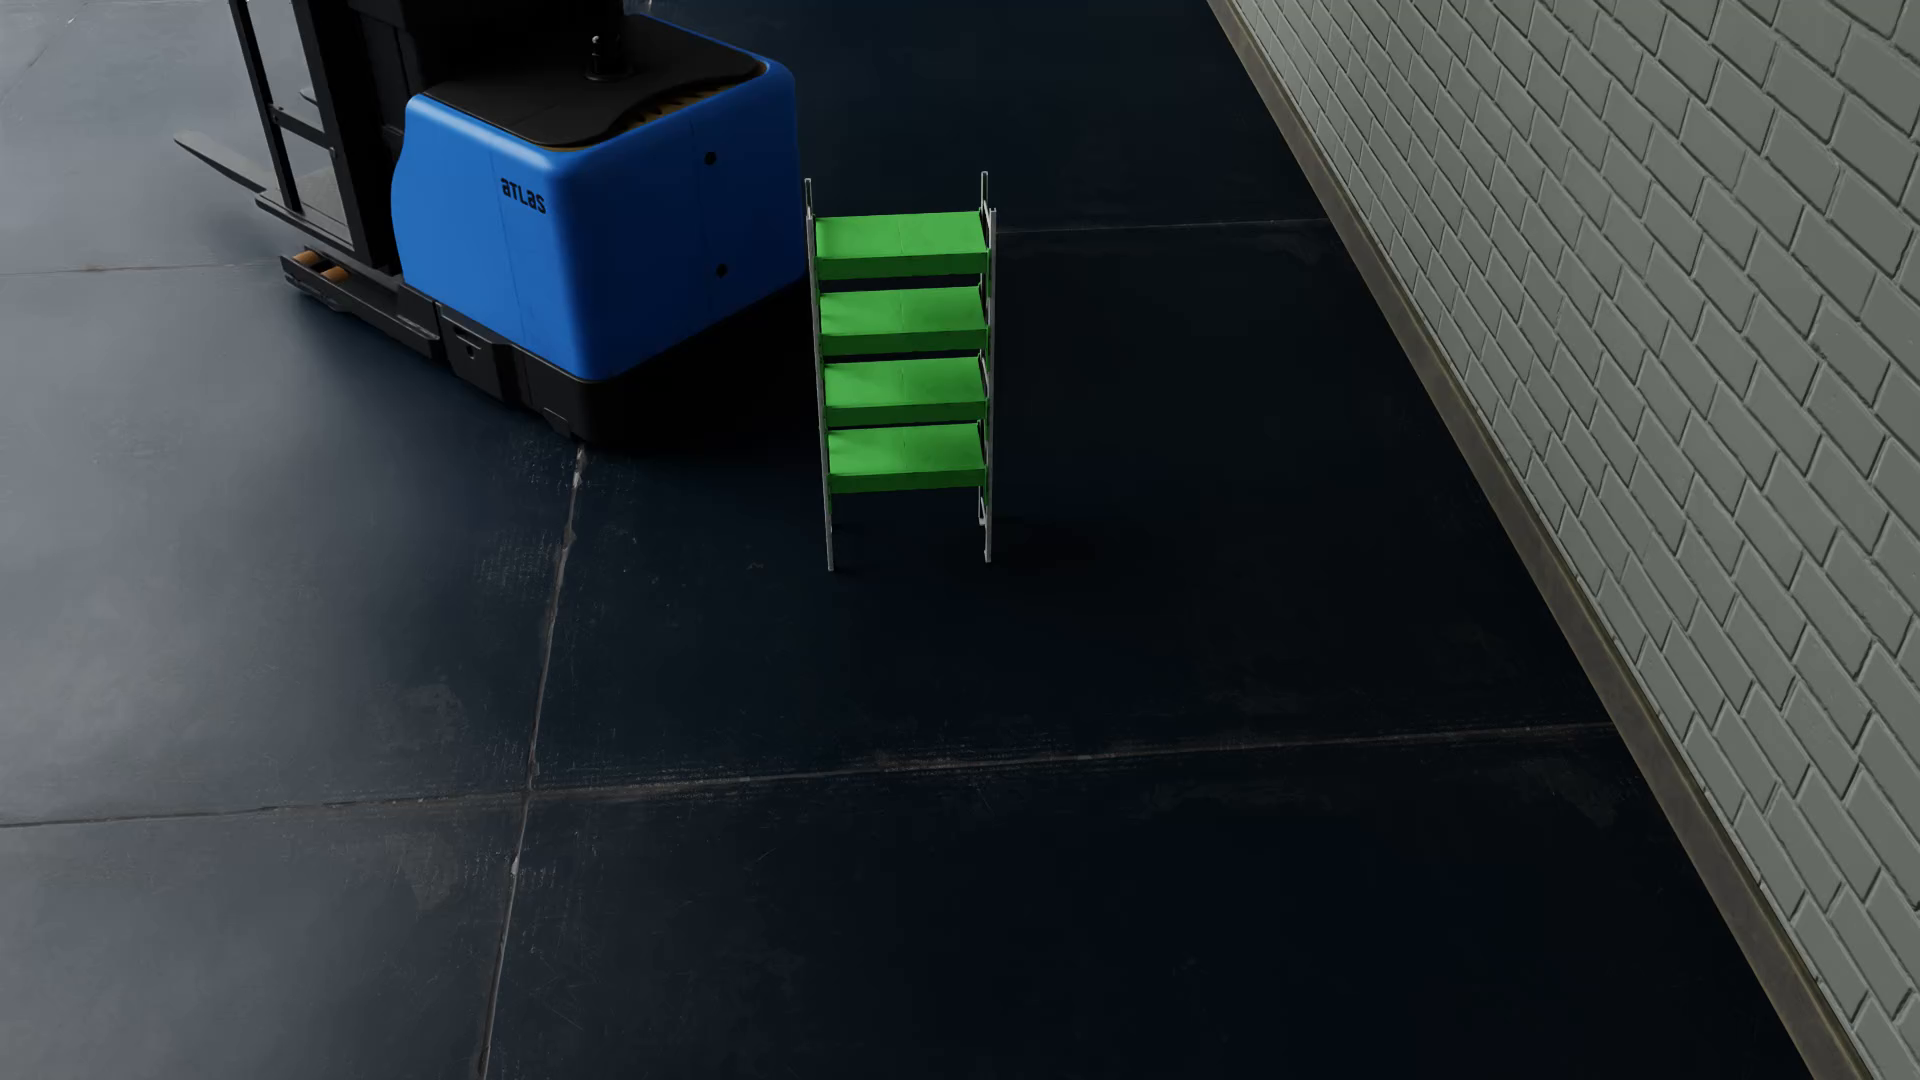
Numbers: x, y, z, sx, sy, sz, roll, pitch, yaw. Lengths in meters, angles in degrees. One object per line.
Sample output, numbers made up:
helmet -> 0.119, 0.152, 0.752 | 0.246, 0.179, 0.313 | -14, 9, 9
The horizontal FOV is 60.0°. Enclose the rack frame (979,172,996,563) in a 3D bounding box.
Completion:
rack frame -> 0.078, -0.475, 4.884 | 0.015, 1.200, 0.240 | -3, 38, -4

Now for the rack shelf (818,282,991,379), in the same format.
rack shelf -> -0.165, -0.600, 4.758 | 0.480, 0.148, 0.258 | -3, 38, -4

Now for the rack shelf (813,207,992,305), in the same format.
rack shelf -> -0.165, -0.789, 4.609 | 0.480, 0.148, 0.258 | -3, 38, -4

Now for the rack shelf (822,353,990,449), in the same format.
rack shelf -> -0.165, -0.412, 4.906 | 0.480, 0.148, 0.258 | -3, 38, -4

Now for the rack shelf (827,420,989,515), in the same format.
rack shelf -> -0.165, -0.223, 5.055 | 0.480, 0.148, 0.258 | -3, 38, -4

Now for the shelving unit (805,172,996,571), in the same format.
shelving unit -> -0.165, -0.462, 4.867 | 0.503, 1.200, 0.258 | -3, 38, -4

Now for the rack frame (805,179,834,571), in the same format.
rack frame -> -0.408, -0.449, 4.850 | 0.015, 1.200, 0.240 | -3, 38, -4

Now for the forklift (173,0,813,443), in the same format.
forklift -> -1.983, -2.245, 5.729 | 3.031, 2.935, 1.130 | 28, 46, 31
